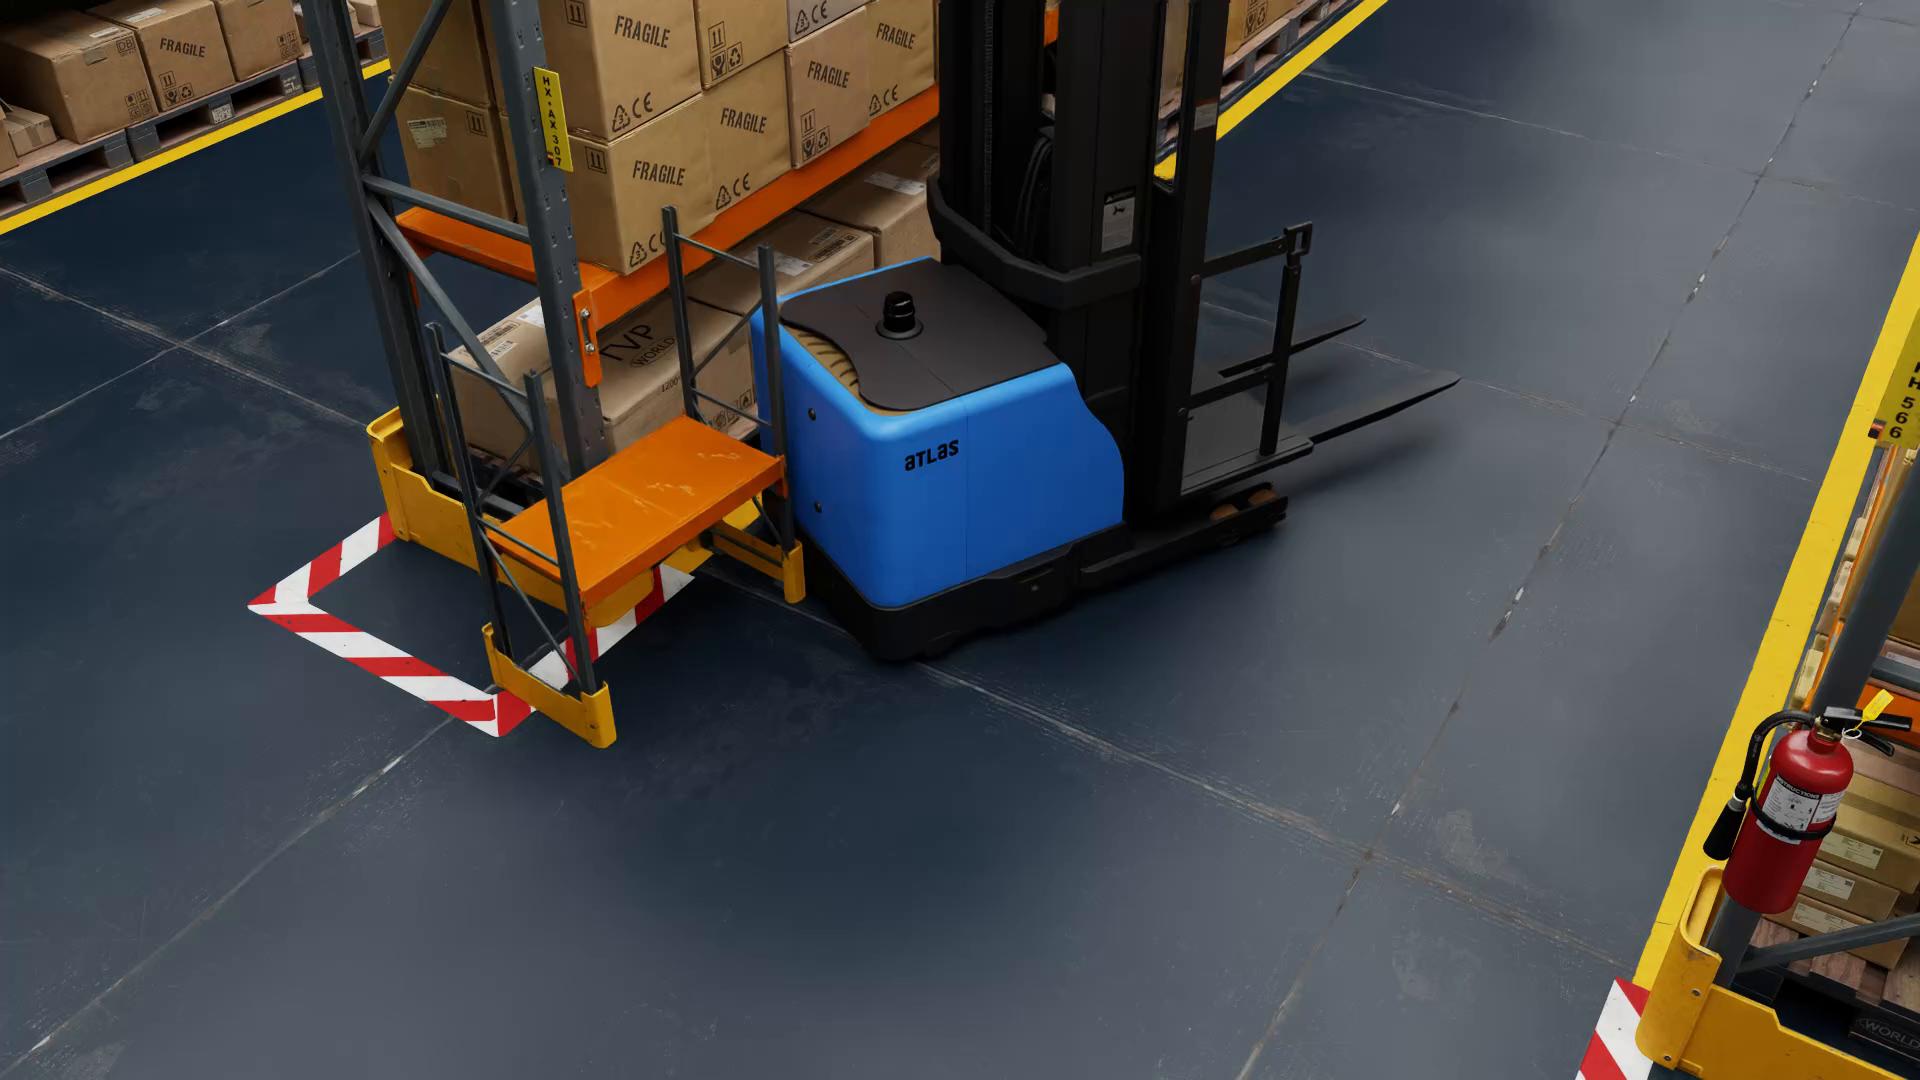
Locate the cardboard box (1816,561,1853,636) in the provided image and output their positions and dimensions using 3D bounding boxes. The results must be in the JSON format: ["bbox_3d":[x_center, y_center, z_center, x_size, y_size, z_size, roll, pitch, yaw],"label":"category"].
[{"bbox_3d":[3.063,0.252,5.470,0.380,0.149,0.250,23,43,27],"label":"cardboard box"}]

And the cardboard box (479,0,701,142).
[{"bbox_3d":[-1.247,-1.721,5.625,0.500,0.500,0.500,20,42,24],"label":"cardboard box"}]

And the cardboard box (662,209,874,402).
[{"bbox_3d":[-0.992,-1.130,7.514,0.875,0.438,0.875,22,43,26],"label":"cardboard box"}]

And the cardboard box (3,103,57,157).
[{"bbox_3d":[-5.270,-2.281,9.243,0.380,0.149,0.250,19,42,23],"label":"cardboard box"}]

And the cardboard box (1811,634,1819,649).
[{"bbox_3d":[3.067,0.502,5.633,0.380,0.149,0.250,19,42,23],"label":"cardboard box"}]

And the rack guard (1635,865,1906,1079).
[{"bbox_3d":[2.530,1.387,4.542,1.175,0.500,0.348,21,42,25],"label":"rack guard"}]

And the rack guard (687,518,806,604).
[{"bbox_3d":[-0.849,0.024,6.512,0.587,0.250,0.087,25,44,29],"label":"rack guard"}]

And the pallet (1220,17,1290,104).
[{"bbox_3d":[1.401,-3.143,10.654,1.003,0.211,1.213,21,42,25],"label":"pallet"}]

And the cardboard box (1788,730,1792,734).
[{"bbox_3d":[2.808,0.647,5.201,0.380,0.149,0.250,19,42,23],"label":"cardboard box"}]

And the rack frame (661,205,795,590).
[{"bbox_3d":[-0.836,-0.479,6.142,0.500,1.500,0.032,25,44,29],"label":"rack frame"}]

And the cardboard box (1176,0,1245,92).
[{"bbox_3d":[1.141,-3.332,10.012,0.875,0.875,0.875,22,43,26],"label":"cardboard box"}]

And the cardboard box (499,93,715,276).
[{"bbox_3d":[-1.245,-1.324,5.929,0.500,0.500,0.500,21,42,25],"label":"cardboard box"}]

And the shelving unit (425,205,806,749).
[{"bbox_3d":[-1.150,-0.229,5.817,0.587,1.500,1.083,25,44,29],"label":"shelving unit"}]

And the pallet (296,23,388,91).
[{"bbox_3d":[-4.163,-3.357,10.932,1.003,0.211,1.213,21,42,25],"label":"pallet"}]

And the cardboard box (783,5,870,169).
[{"bbox_3d":[-0.710,-1.851,6.612,0.500,0.500,0.500,21,42,25],"label":"cardboard box"}]

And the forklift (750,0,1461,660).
[{"bbox_3d":[0.738,-1.393,6.157,3.031,2.935,1.130,-20,42,-24],"label":"forklift"}]

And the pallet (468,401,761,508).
[{"bbox_3d":[-1.382,-0.465,7.180,1.003,0.211,1.213,21,42,25],"label":"pallet"}]

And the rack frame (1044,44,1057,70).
[{"bbox_3d":[0.399,-3.193,8.435,1.000,3.000,0.127,21,42,25],"label":"rack frame"}]

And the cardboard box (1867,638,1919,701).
[{"bbox_3d":[2.425,0.275,4.142,0.380,0.149,0.250,21,42,25],"label":"cardboard box"}]

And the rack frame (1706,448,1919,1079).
[{"bbox_3d":[2.489,0.436,3.728,1.000,3.000,0.127,21,42,25],"label":"rack frame"}]

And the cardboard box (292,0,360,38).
[{"bbox_3d":[-4.036,-3.331,10.510,0.396,0.266,0.258,23,43,27],"label":"cardboard box"}]

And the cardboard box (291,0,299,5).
[{"bbox_3d":[-4.348,-3.653,10.890,0.500,0.311,0.500,23,43,27],"label":"cardboard box"}]

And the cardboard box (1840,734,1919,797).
[{"bbox_3d":[2.742,0.696,4.894,0.380,0.149,0.250,22,43,26],"label":"cardboard box"}]

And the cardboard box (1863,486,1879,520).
[{"bbox_3d":[3.505,-0.020,6.067,0.380,0.149,0.250,21,42,25],"label":"cardboard box"}]

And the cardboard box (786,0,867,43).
[{"bbox_3d":[-0.707,-2.258,6.321,0.500,0.500,0.500,21,42,25],"label":"cardboard box"}]

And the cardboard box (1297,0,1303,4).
[{"bbox_3d":[2.101,-4.251,11.204,0.875,0.875,0.875,21,42,25],"label":"cardboard box"}]

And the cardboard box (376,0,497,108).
[{"bbox_3d":[-1.687,-1.893,5.848,0.500,0.500,0.500,23,43,27],"label":"cardboard box"}]

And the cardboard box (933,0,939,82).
[{"bbox_3d":[-0.162,-2.379,7.297,0.500,0.500,0.500,21,42,24],"label":"cardboard box"}]

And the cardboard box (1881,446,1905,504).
[{"bbox_3d":[2.793,-0.301,4.358,0.500,0.500,0.500,20,42,24],"label":"cardboard box"}]

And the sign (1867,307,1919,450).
[{"bbox_3d":[2.031,-0.340,3.527,0.100,0.325,0.005,21,42,25],"label":"sign"}]

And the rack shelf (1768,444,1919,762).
[{"bbox_3d":[3.561,-0.310,5.285,1.077,0.370,4.000,21,42,25],"label":"rack shelf"}]

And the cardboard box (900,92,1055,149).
[{"bbox_3d":[-0.028,-2.056,8.715,0.875,0.438,0.875,21,42,24],"label":"cardboard box"}]

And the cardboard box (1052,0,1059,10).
[{"bbox_3d":[0.366,-2.910,7.986,0.500,0.500,0.500,22,43,26],"label":"cardboard box"}]

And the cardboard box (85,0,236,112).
[{"bbox_3d":[-4.671,-2.881,9.734,0.500,0.500,0.500,22,43,26],"label":"cardboard box"}]

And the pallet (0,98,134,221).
[{"bbox_3d":[-5.471,-2.099,9.300,1.003,0.211,1.213,21,42,25],"label":"pallet"}]

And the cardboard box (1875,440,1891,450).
[{"bbox_3d":[4.023,-0.444,6.860,0.380,0.149,0.250,22,43,26],"label":"cardboard box"}]
